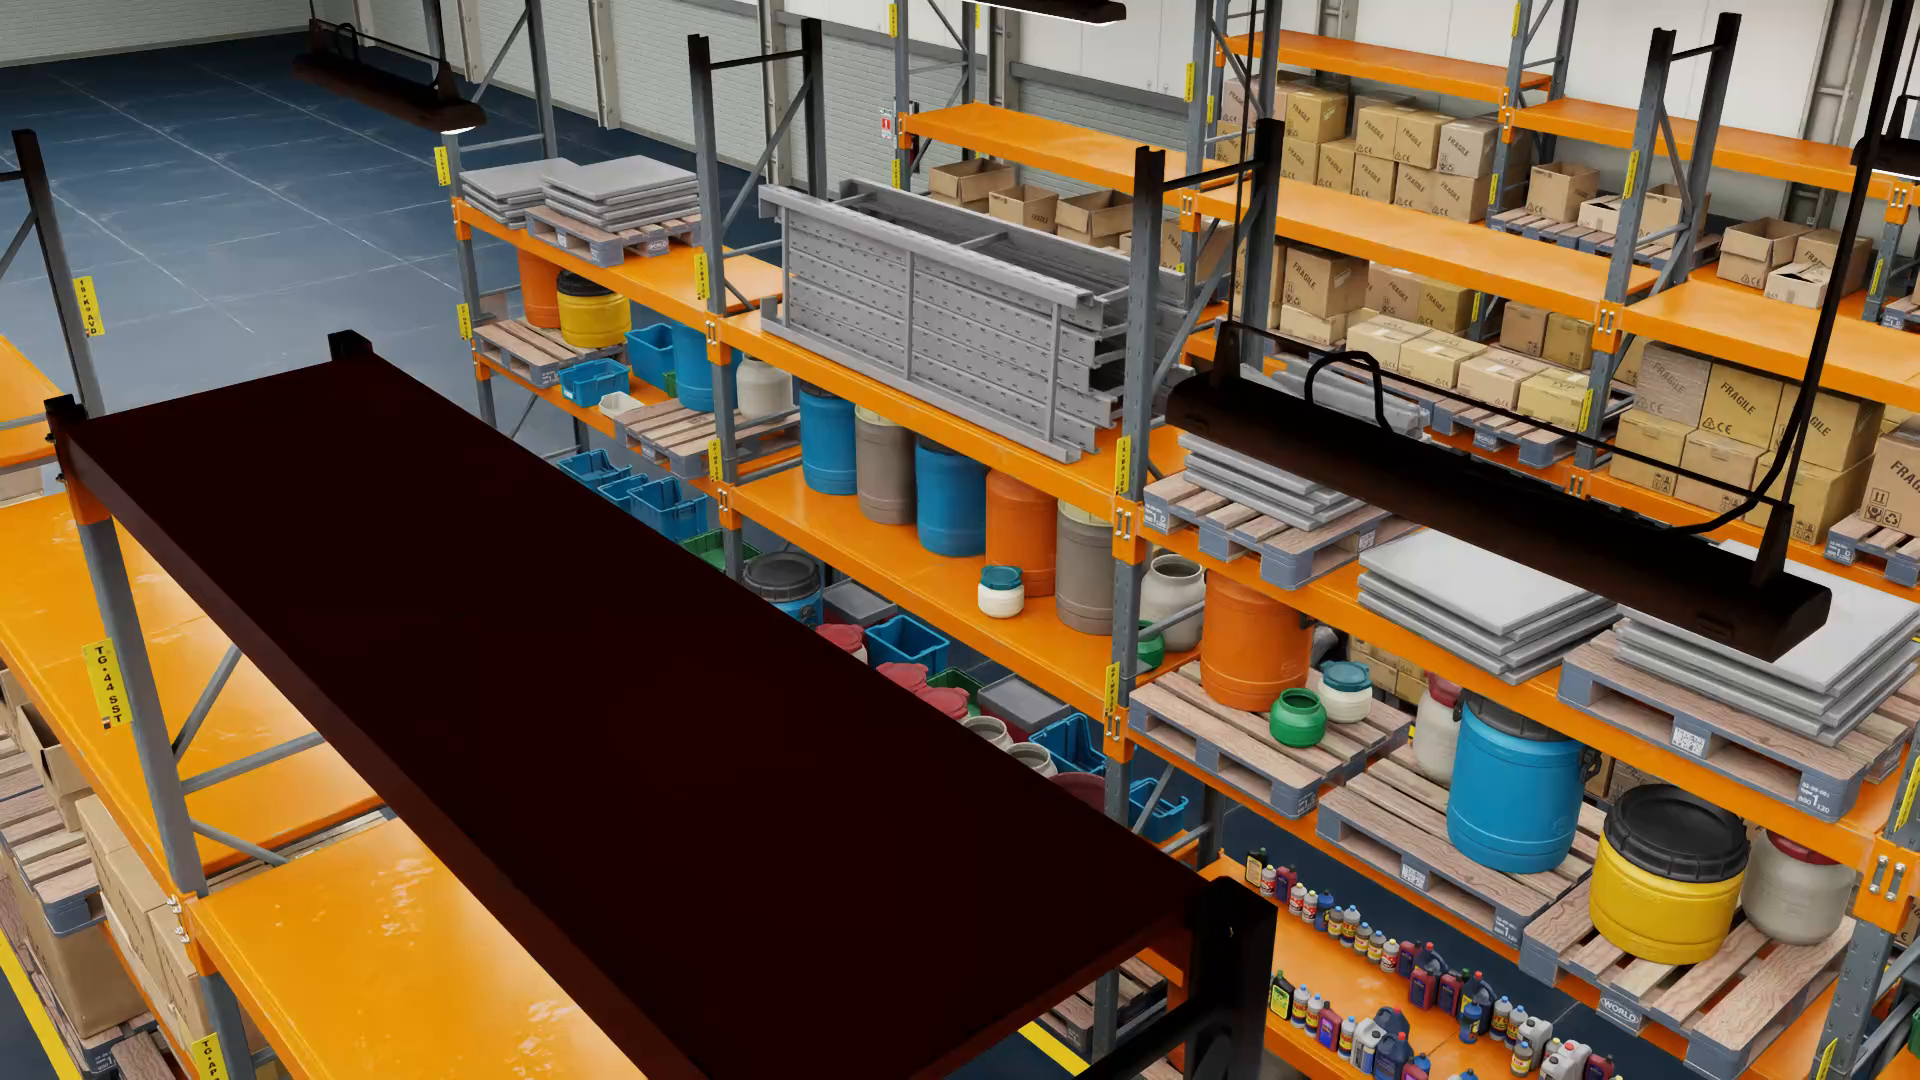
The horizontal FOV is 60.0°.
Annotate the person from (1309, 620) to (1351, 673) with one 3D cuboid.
[{"bbox_3d":[2.815,1.017,13.261,1.045,1.543,0.591,18,32,32],"label":"person"}]
